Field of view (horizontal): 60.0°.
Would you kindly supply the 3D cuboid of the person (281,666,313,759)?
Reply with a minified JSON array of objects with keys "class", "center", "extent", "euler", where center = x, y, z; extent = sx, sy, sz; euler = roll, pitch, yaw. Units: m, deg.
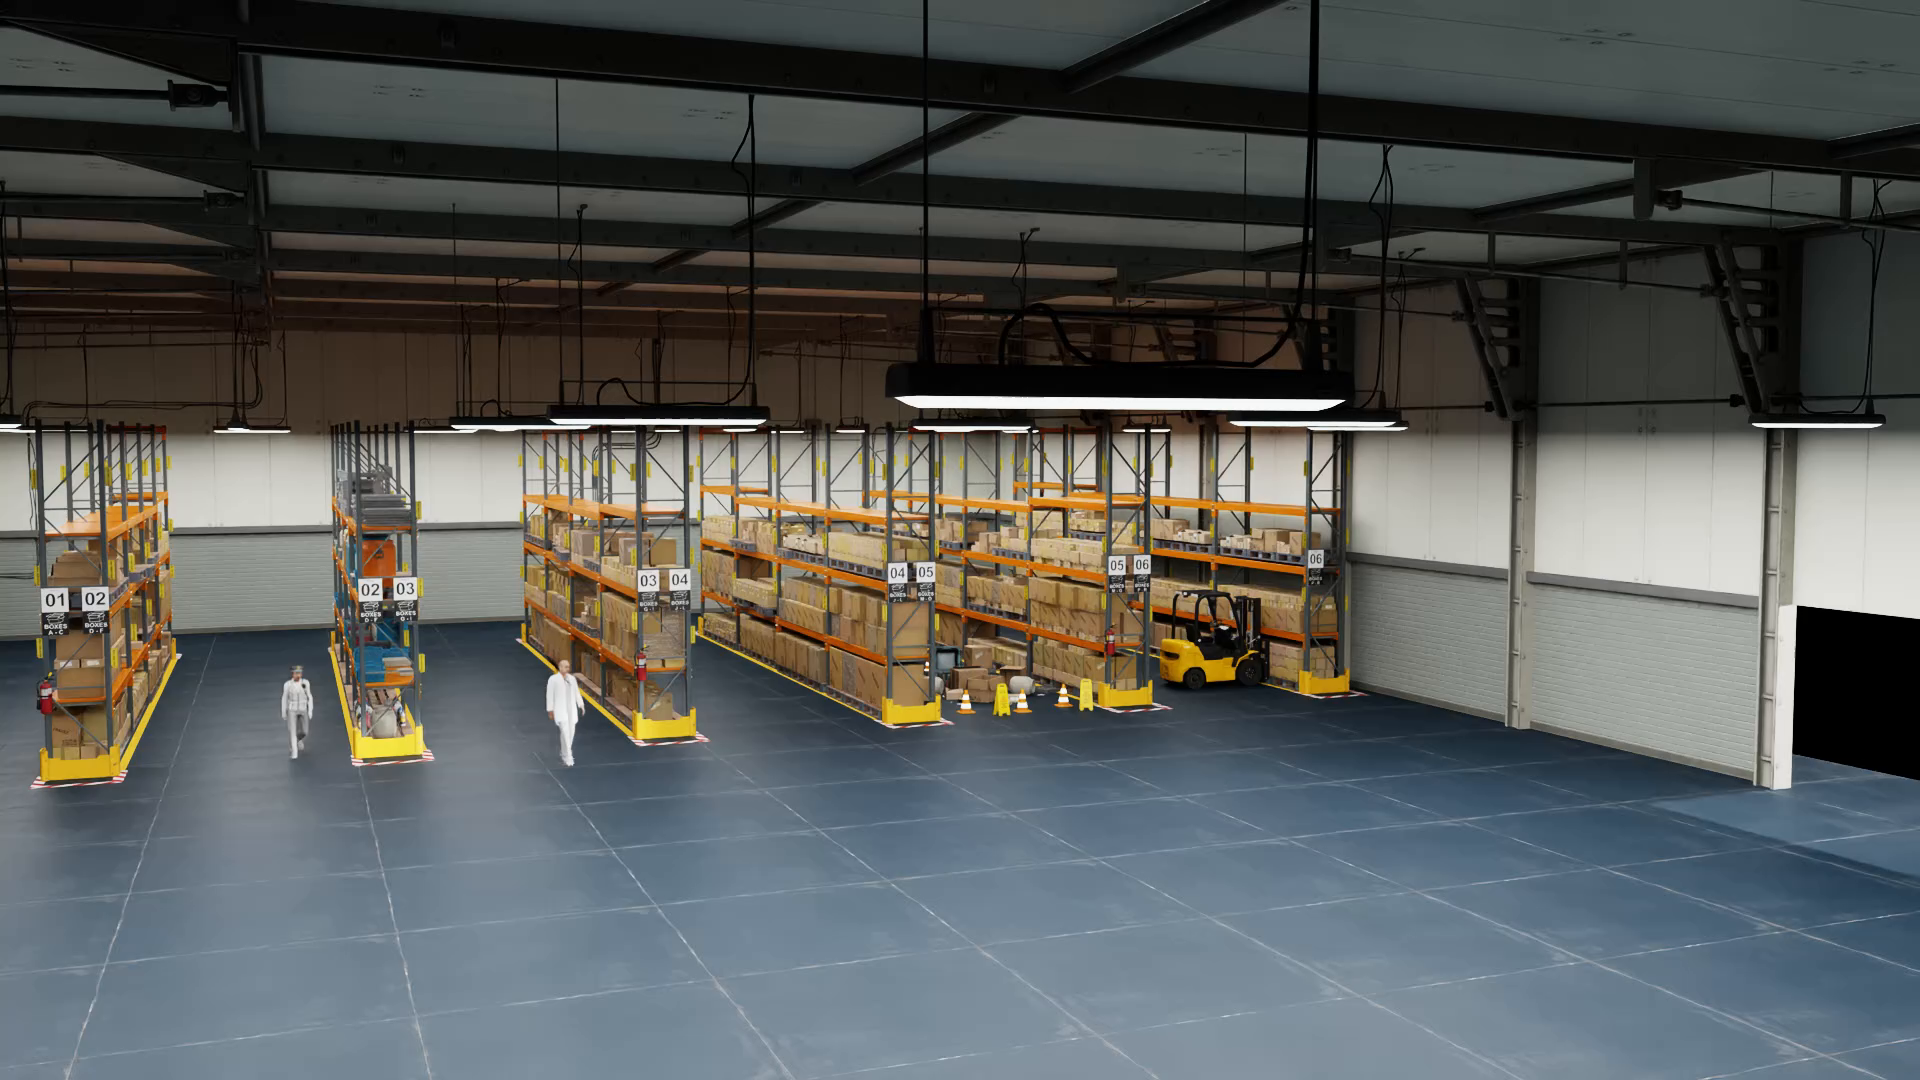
[{"class":"person","center":[-11.859,3.040,29.744],"extent":[0.516,1.633,0.929],"euler":[-2,4,-31]}]

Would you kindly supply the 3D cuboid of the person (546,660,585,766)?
[{"class":"person","center":[-6.876,3.032,29.251],"extent":[0.731,1.819,0.593],"euler":[3,5,43]}]
